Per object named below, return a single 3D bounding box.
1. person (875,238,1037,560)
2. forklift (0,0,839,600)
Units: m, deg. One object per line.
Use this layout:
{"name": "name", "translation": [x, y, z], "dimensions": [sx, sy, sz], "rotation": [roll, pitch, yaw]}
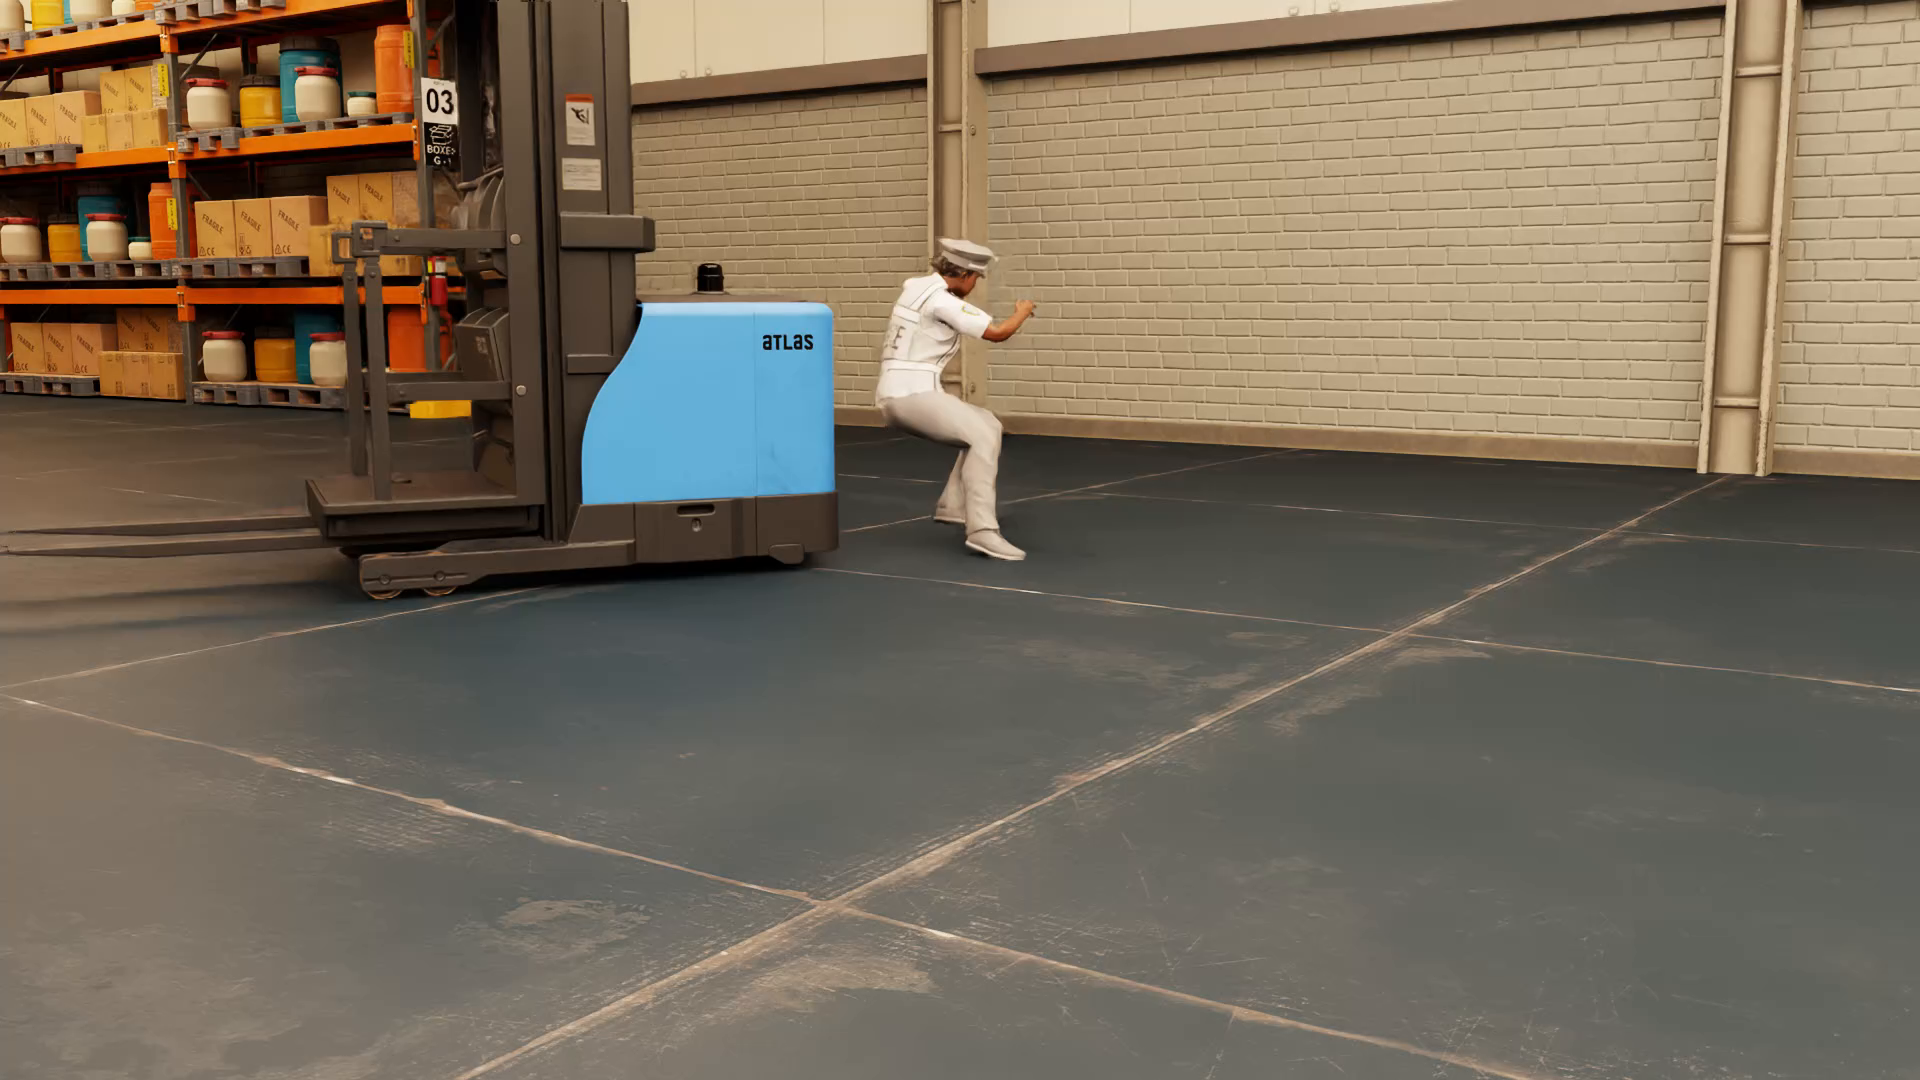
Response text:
{"name": "person", "translation": [-0.023, -0.680, 7.618], "dimensions": [0.752, 1.376, 1.490], "rotation": [-1, 8, -10]}
{"name": "forklift", "translation": [-2.061, -1.317, 6.451], "dimensions": [3.031, 2.935, 1.130], "rotation": [-4, 9, -24]}
